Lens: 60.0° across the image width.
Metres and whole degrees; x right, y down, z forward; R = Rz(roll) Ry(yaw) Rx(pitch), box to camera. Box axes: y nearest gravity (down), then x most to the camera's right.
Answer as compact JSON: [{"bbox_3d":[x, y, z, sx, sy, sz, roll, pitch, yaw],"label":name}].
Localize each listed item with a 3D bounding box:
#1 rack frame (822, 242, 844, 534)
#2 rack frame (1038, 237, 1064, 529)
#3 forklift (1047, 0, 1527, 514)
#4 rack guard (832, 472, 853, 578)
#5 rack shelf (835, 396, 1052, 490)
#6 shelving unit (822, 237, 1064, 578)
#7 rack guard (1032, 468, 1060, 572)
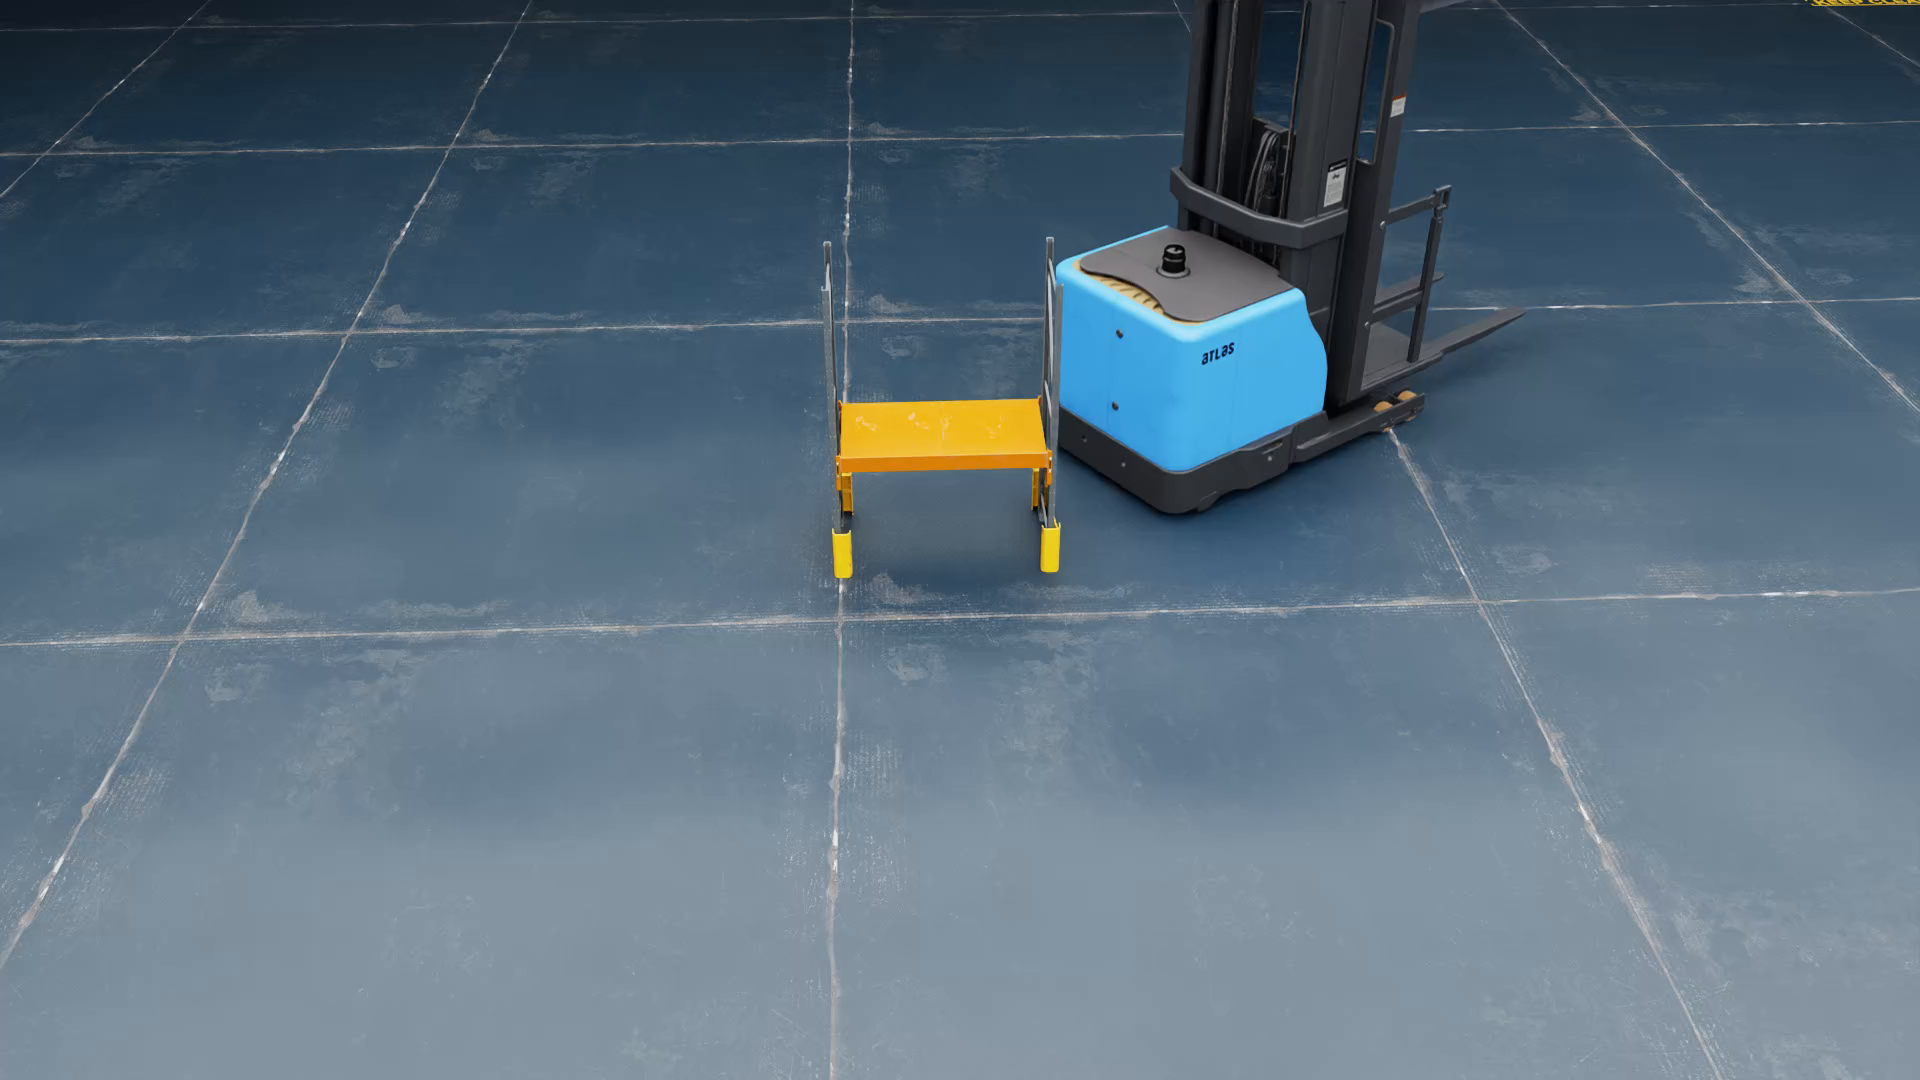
[{"bbox_3d":[-0.593,-0.601,7.800,0.032,1.500,0.500,-2,35,-2],"label":"rack frame"},{"bbox_3d":[0.423,-0.628,7.840,0.032,1.500,0.500,-2,35,-2],"label":"rack frame"},{"bbox_3d":[1.944,-2.011,8.581,3.031,2.935,1.130,-23,41,-30],"label":"forklift"},{"bbox_3d":[-0.574,-0.087,8.157,0.087,0.250,0.587,-2,35,-2],"label":"rack guard"},{"bbox_3d":[-0.085,-0.467,7.922,1.000,0.185,0.538,-2,35,-2],"label":"rack shelf"},{"bbox_3d":[-0.076,-0.615,7.820,1.083,1.500,0.587,-2,35,-2],"label":"shelving unit"},{"bbox_3d":[0.421,-0.114,8.195,0.087,0.250,0.587,-2,35,-2],"label":"rack guard"}]
